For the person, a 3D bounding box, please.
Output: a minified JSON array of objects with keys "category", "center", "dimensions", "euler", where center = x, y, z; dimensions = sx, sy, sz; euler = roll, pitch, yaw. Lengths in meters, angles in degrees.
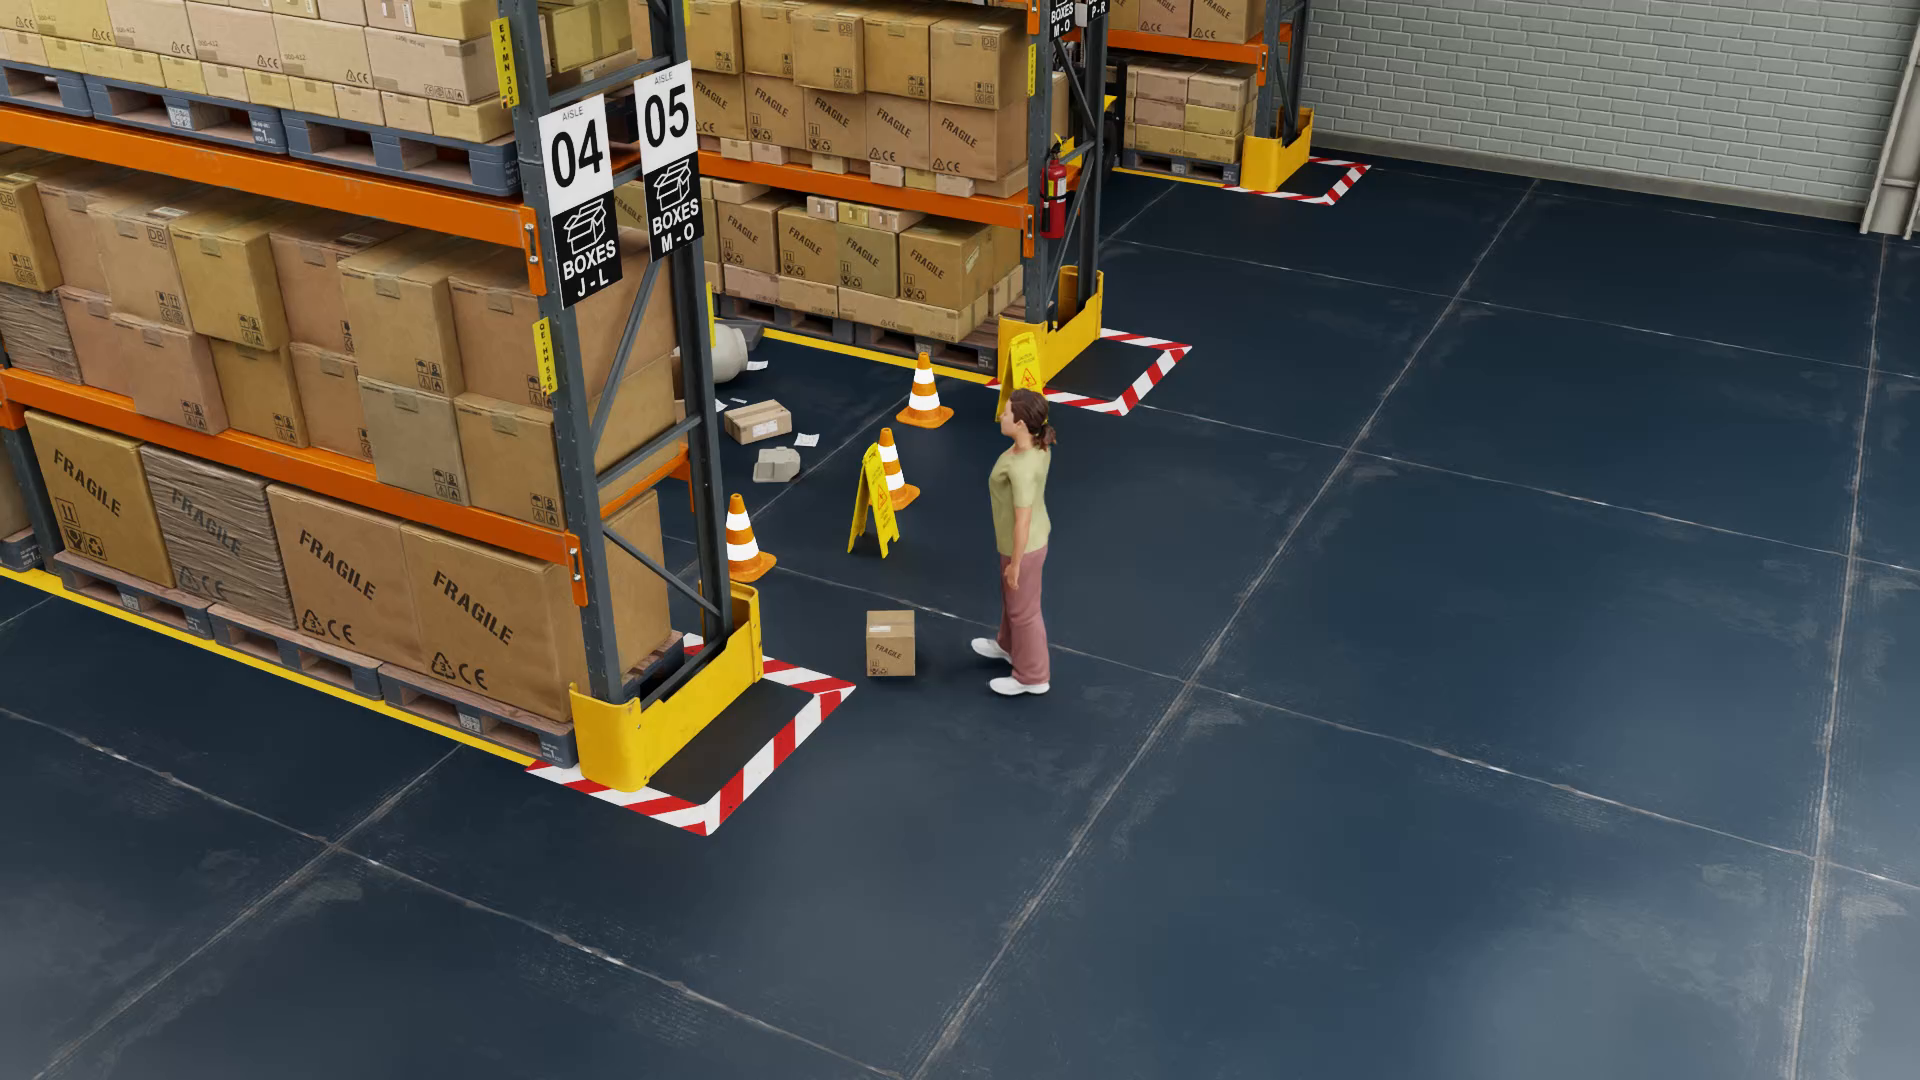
[{"category":"person","center":[0.247,0.016,8.232],"dimensions":[0.457,1.670,0.511],"euler":[6,31,10]}]
